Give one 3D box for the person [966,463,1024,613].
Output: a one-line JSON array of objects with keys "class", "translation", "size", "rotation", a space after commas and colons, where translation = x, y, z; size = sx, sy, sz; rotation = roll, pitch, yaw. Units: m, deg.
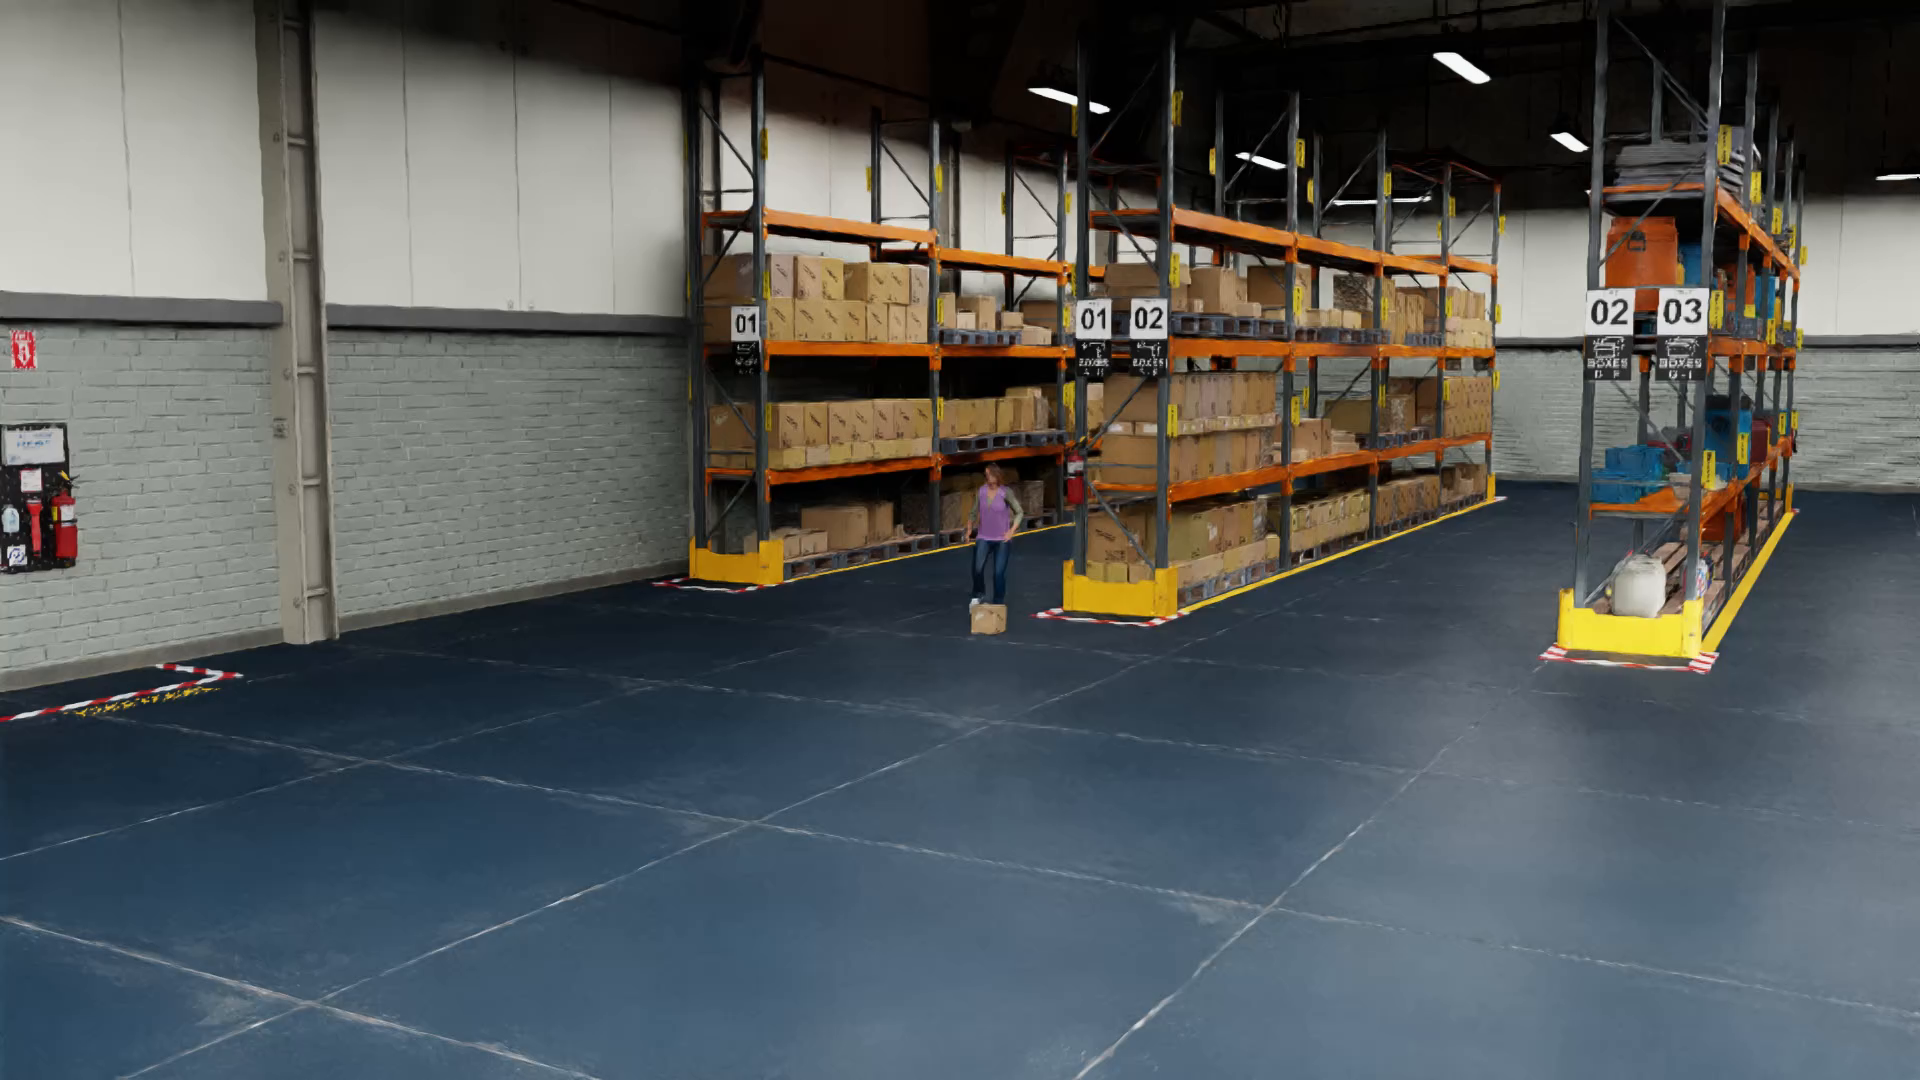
[{"class": "person", "translation": [0.340, 0.020, 16.533], "size": [0.585, 1.566, 0.439], "rotation": [1, 6, 12]}]
